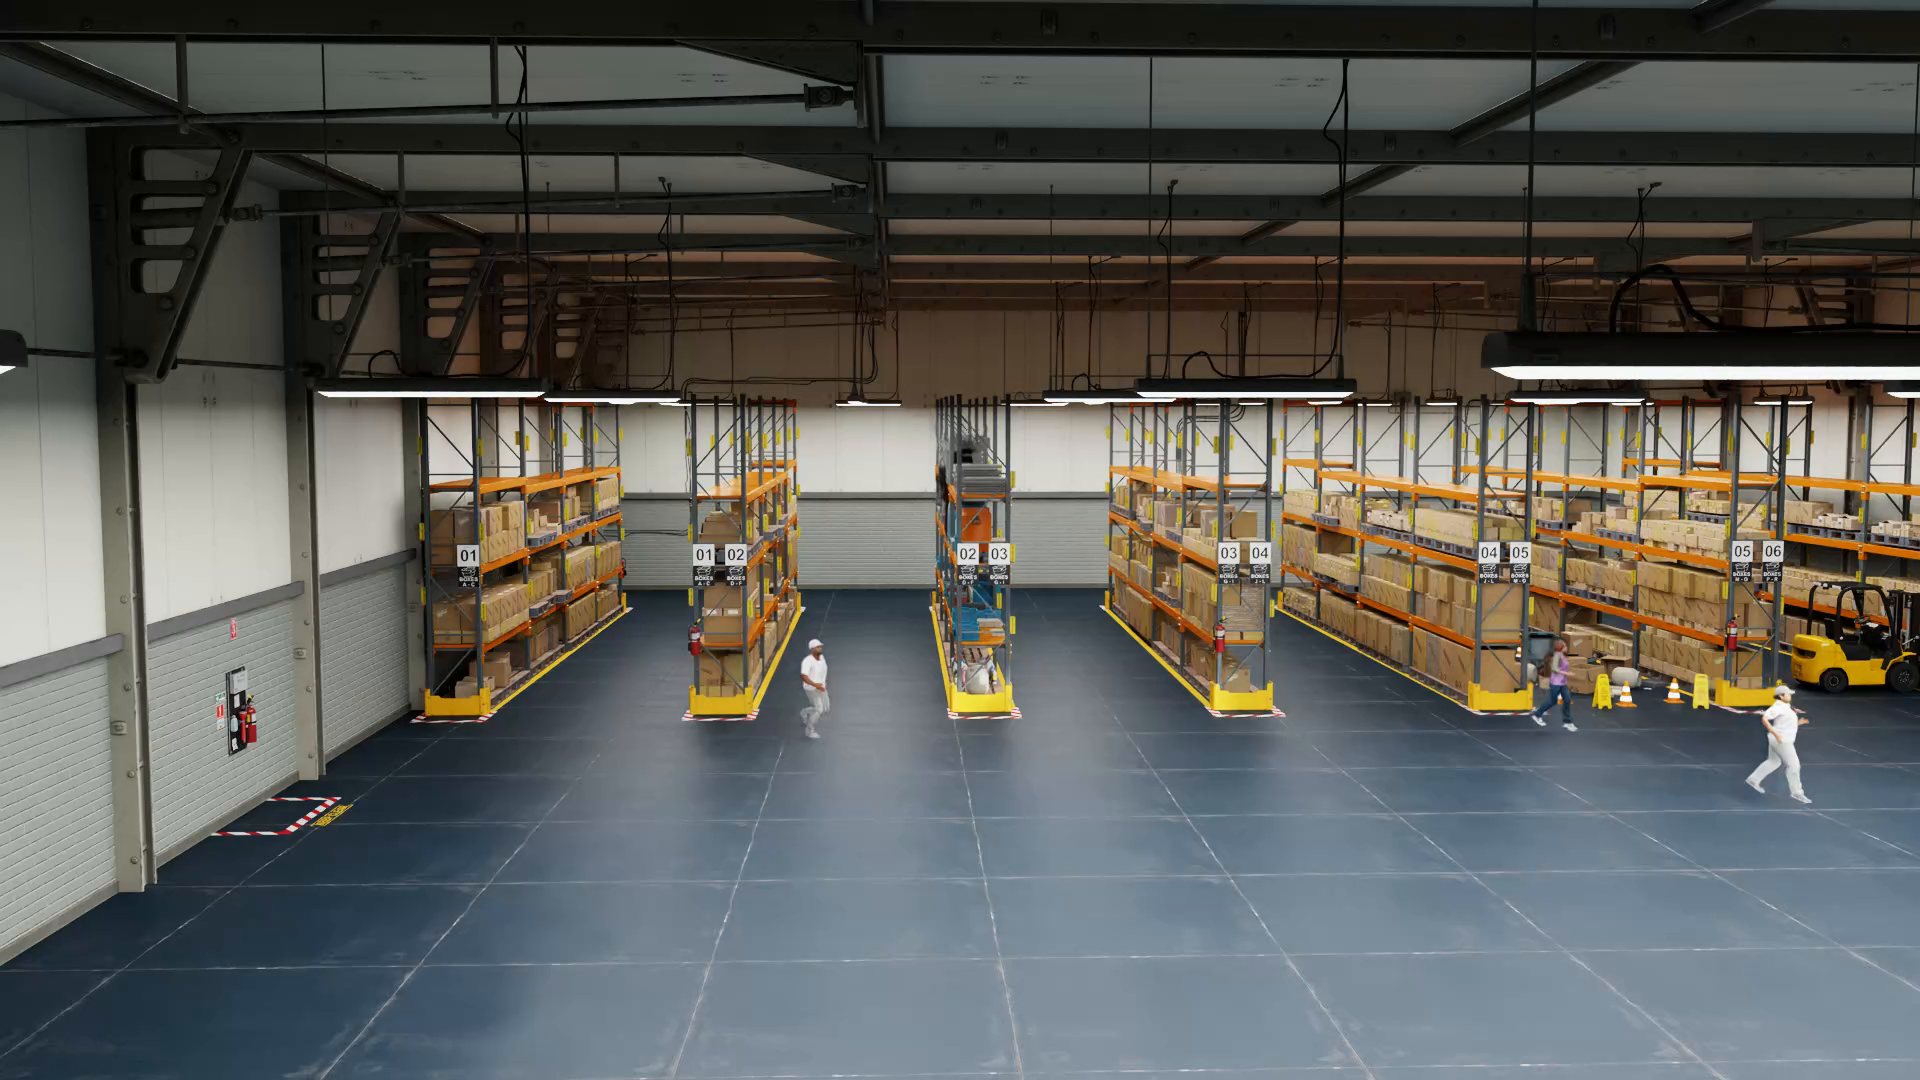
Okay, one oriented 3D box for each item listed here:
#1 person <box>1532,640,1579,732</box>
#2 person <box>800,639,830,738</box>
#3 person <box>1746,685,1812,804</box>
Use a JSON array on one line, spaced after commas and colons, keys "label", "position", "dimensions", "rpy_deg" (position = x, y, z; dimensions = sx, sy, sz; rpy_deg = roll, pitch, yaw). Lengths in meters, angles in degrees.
[{"label": "person", "position": [10.639, 2.587, 29.677], "dimensions": [0.803, 1.617, 0.533], "rpy_deg": [4, 6, 38]}, {"label": "person", "position": [-2.539, 2.586, 29.037], "dimensions": [0.654, 1.728, 0.722], "rpy_deg": [2, 5, 28]}, {"label": "person", "position": [12.003, 2.963, 24.328], "dimensions": [0.895, 1.689, 0.594], "rpy_deg": [2, 5, 27]}]
